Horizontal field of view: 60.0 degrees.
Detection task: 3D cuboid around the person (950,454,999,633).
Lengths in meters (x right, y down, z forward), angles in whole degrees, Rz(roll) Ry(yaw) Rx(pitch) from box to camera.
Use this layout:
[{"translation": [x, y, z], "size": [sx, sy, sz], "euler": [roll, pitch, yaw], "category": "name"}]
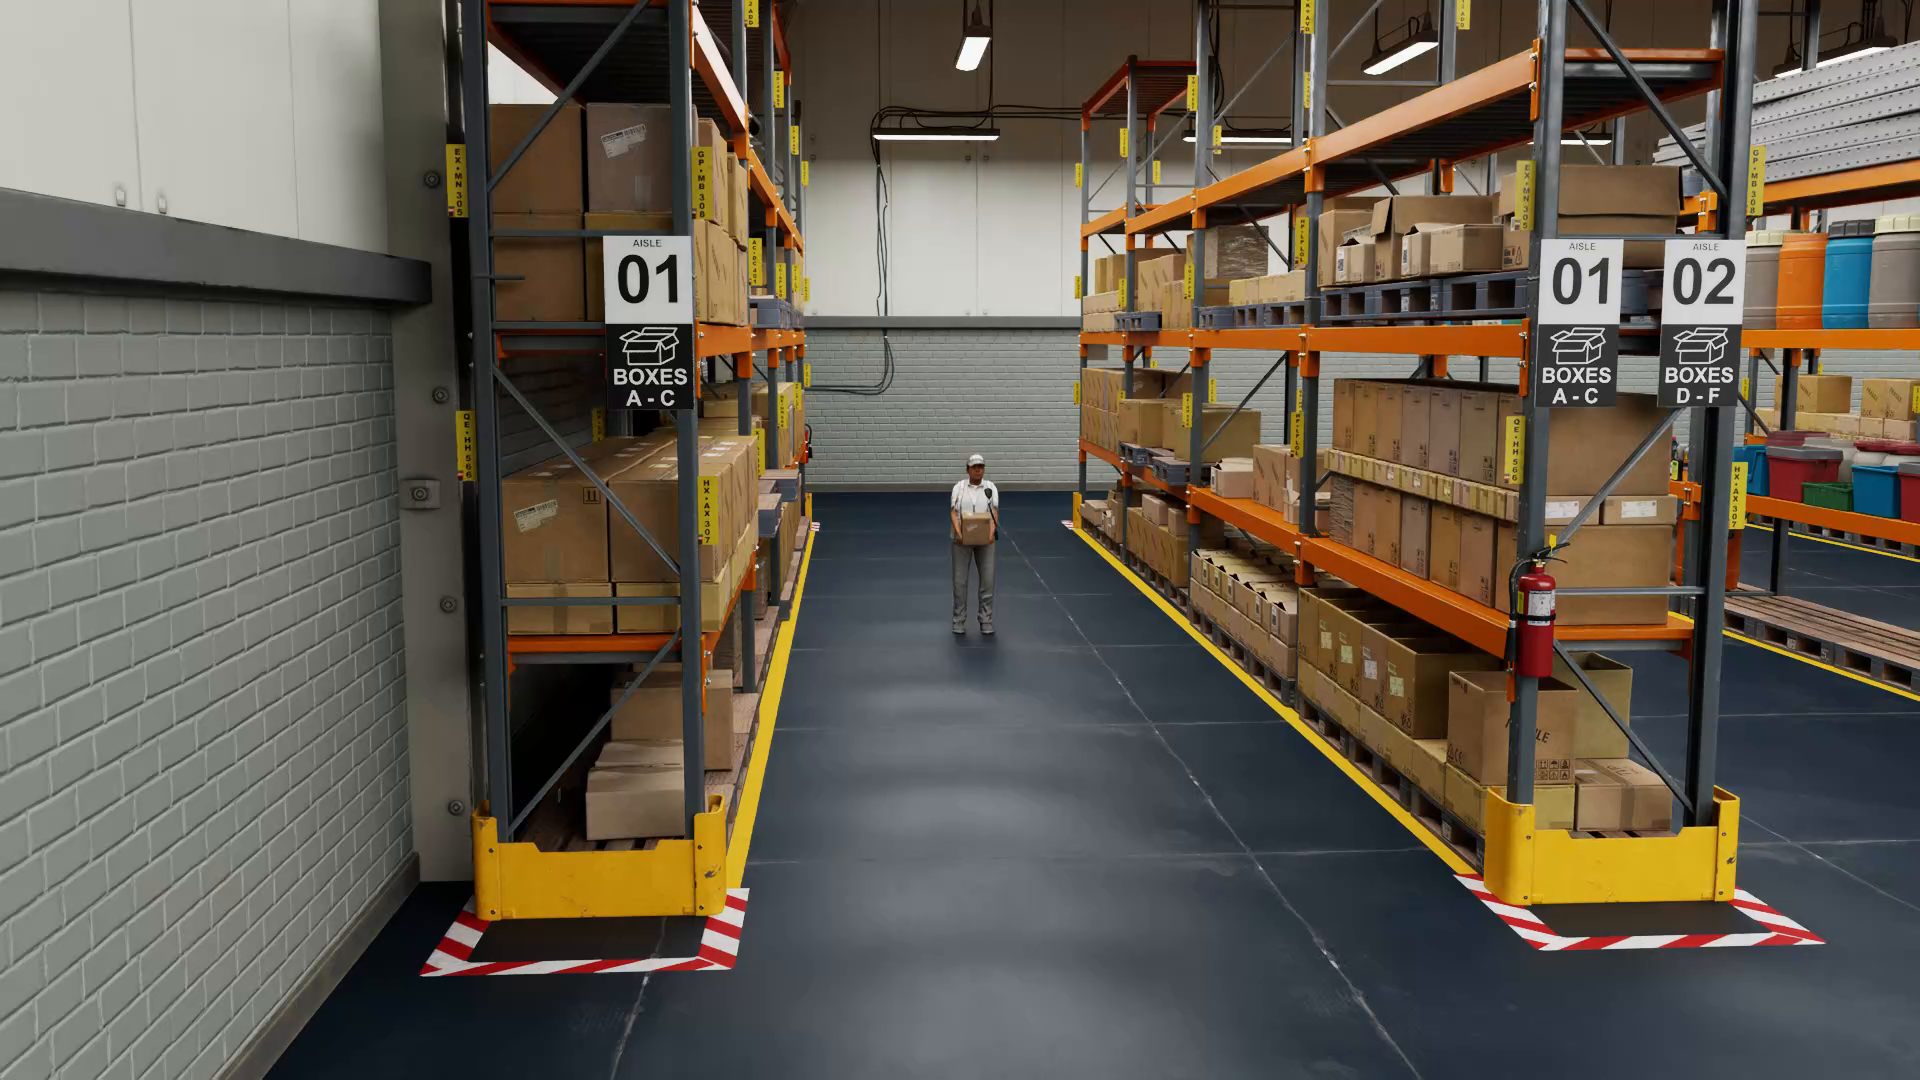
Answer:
[{"translation": [0.140, 0.038, 15.466], "size": [0.453, 1.653, 0.522], "euler": [0, 7, -4], "category": "person"}]
